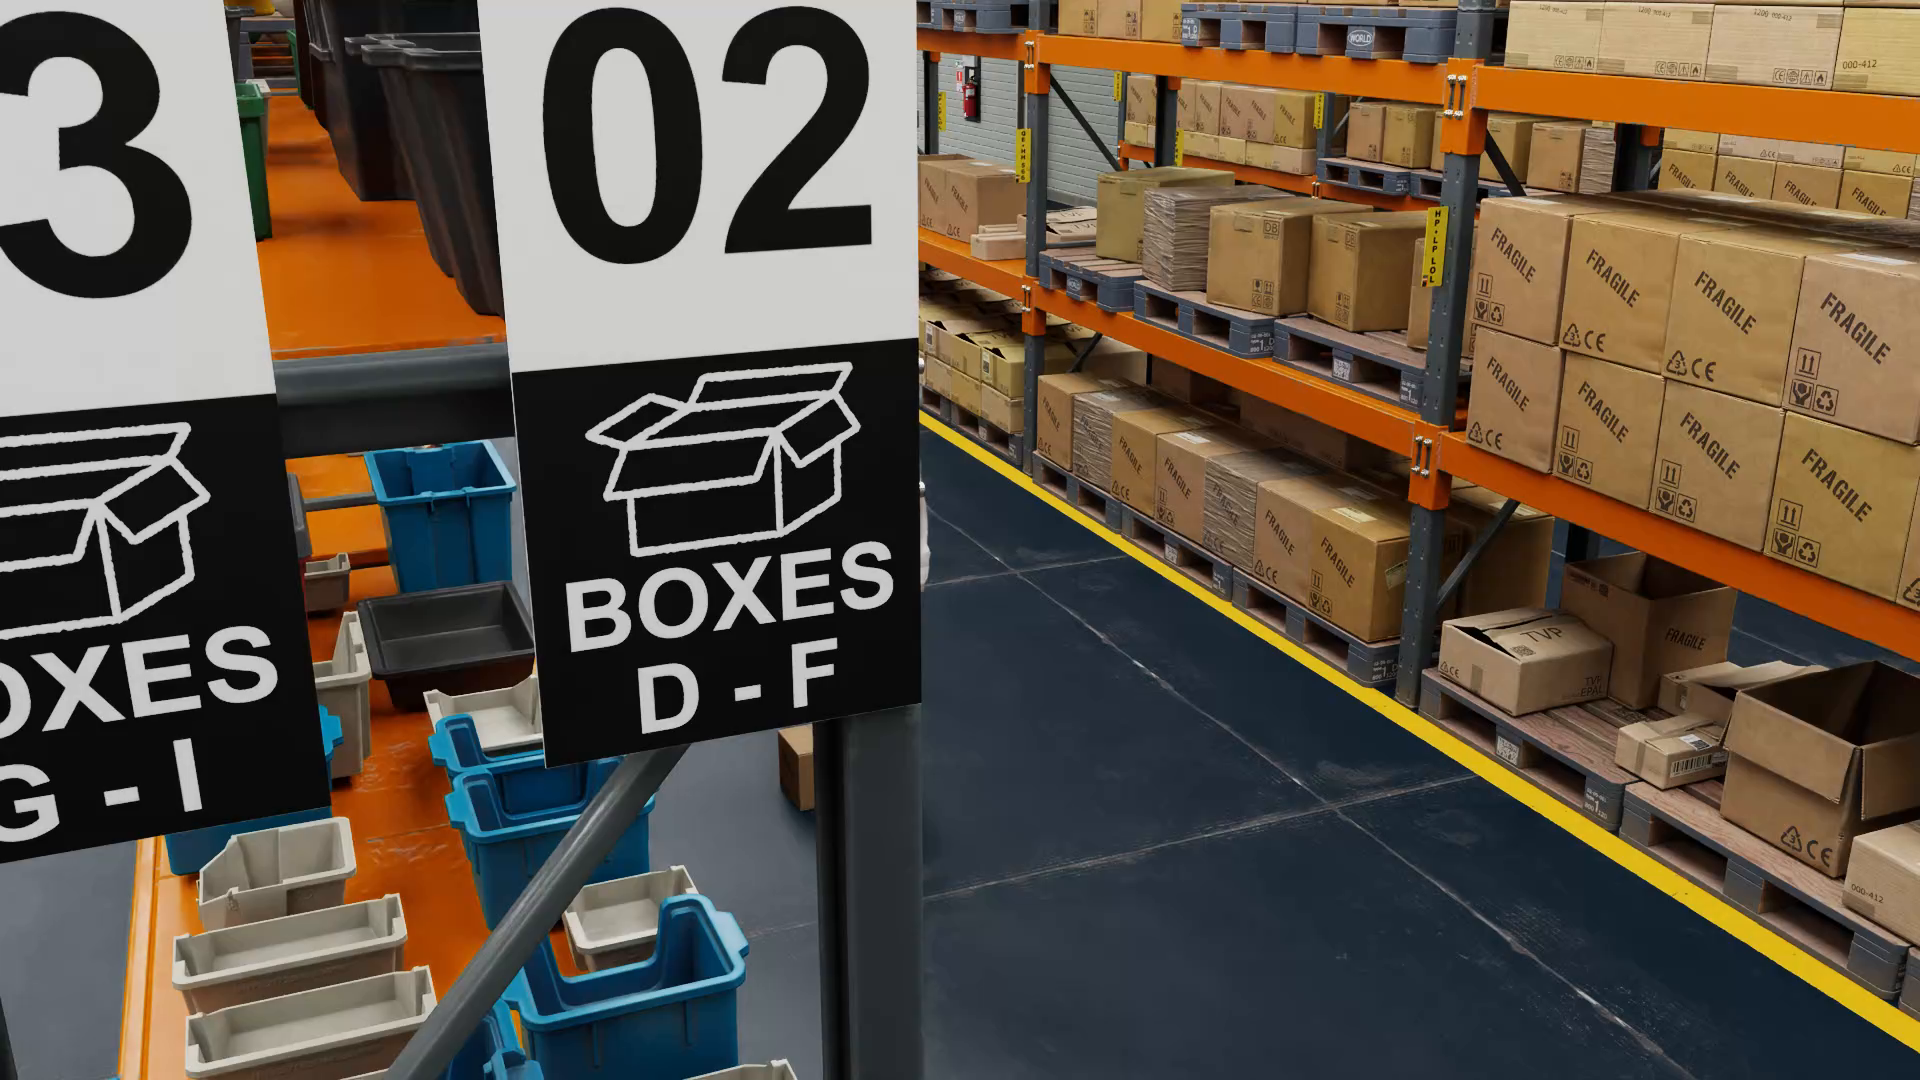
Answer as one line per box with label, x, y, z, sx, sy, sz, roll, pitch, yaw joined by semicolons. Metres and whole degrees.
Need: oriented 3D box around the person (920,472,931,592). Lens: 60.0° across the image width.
person;-0.368;0.158;6.567;0.460;1.760;0.627;-8;20;-22
